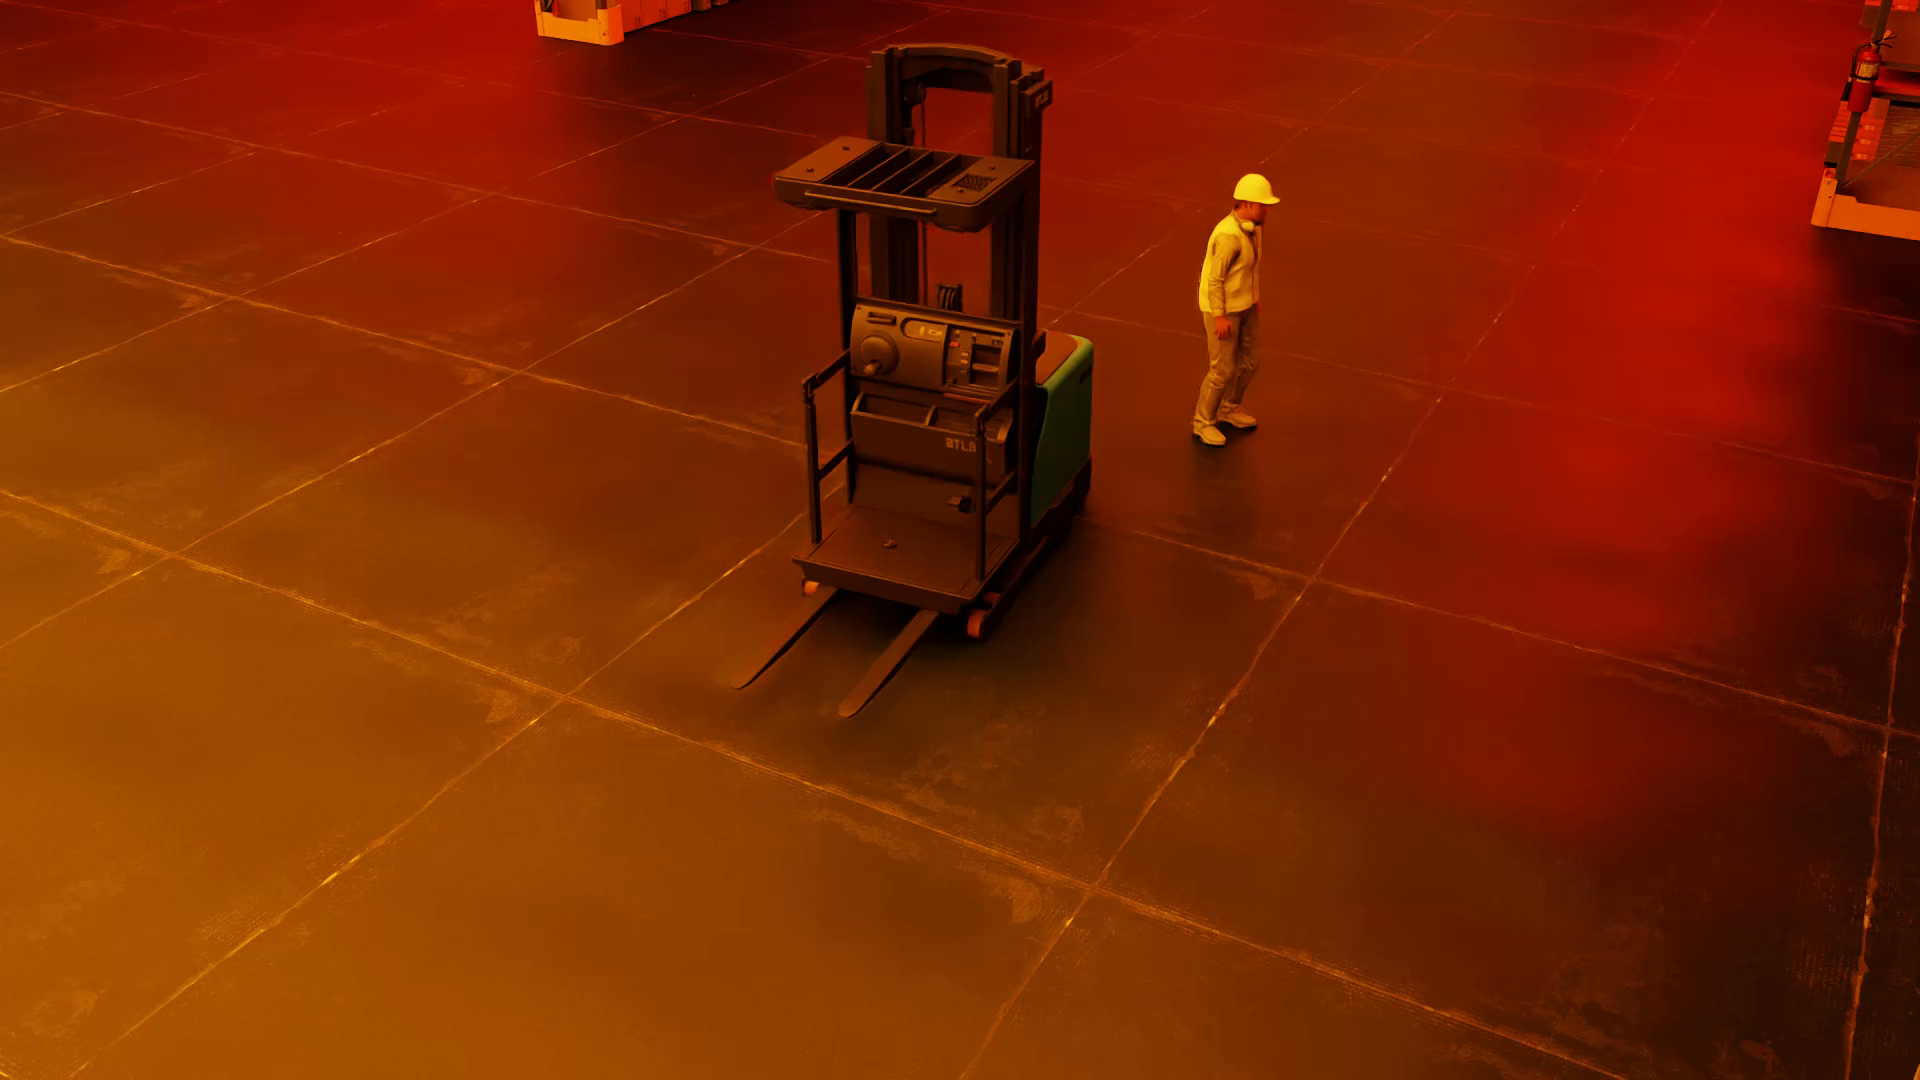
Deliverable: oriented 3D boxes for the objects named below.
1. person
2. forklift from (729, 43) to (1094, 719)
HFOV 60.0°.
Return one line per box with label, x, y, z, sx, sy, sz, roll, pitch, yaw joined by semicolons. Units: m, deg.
person;1.796;-1.535;10.899;0.449;1.764;0.619;19;35;29
forklift;-0.241;-0.973;8.756;1.130;2.935;3.031;12;32;20
